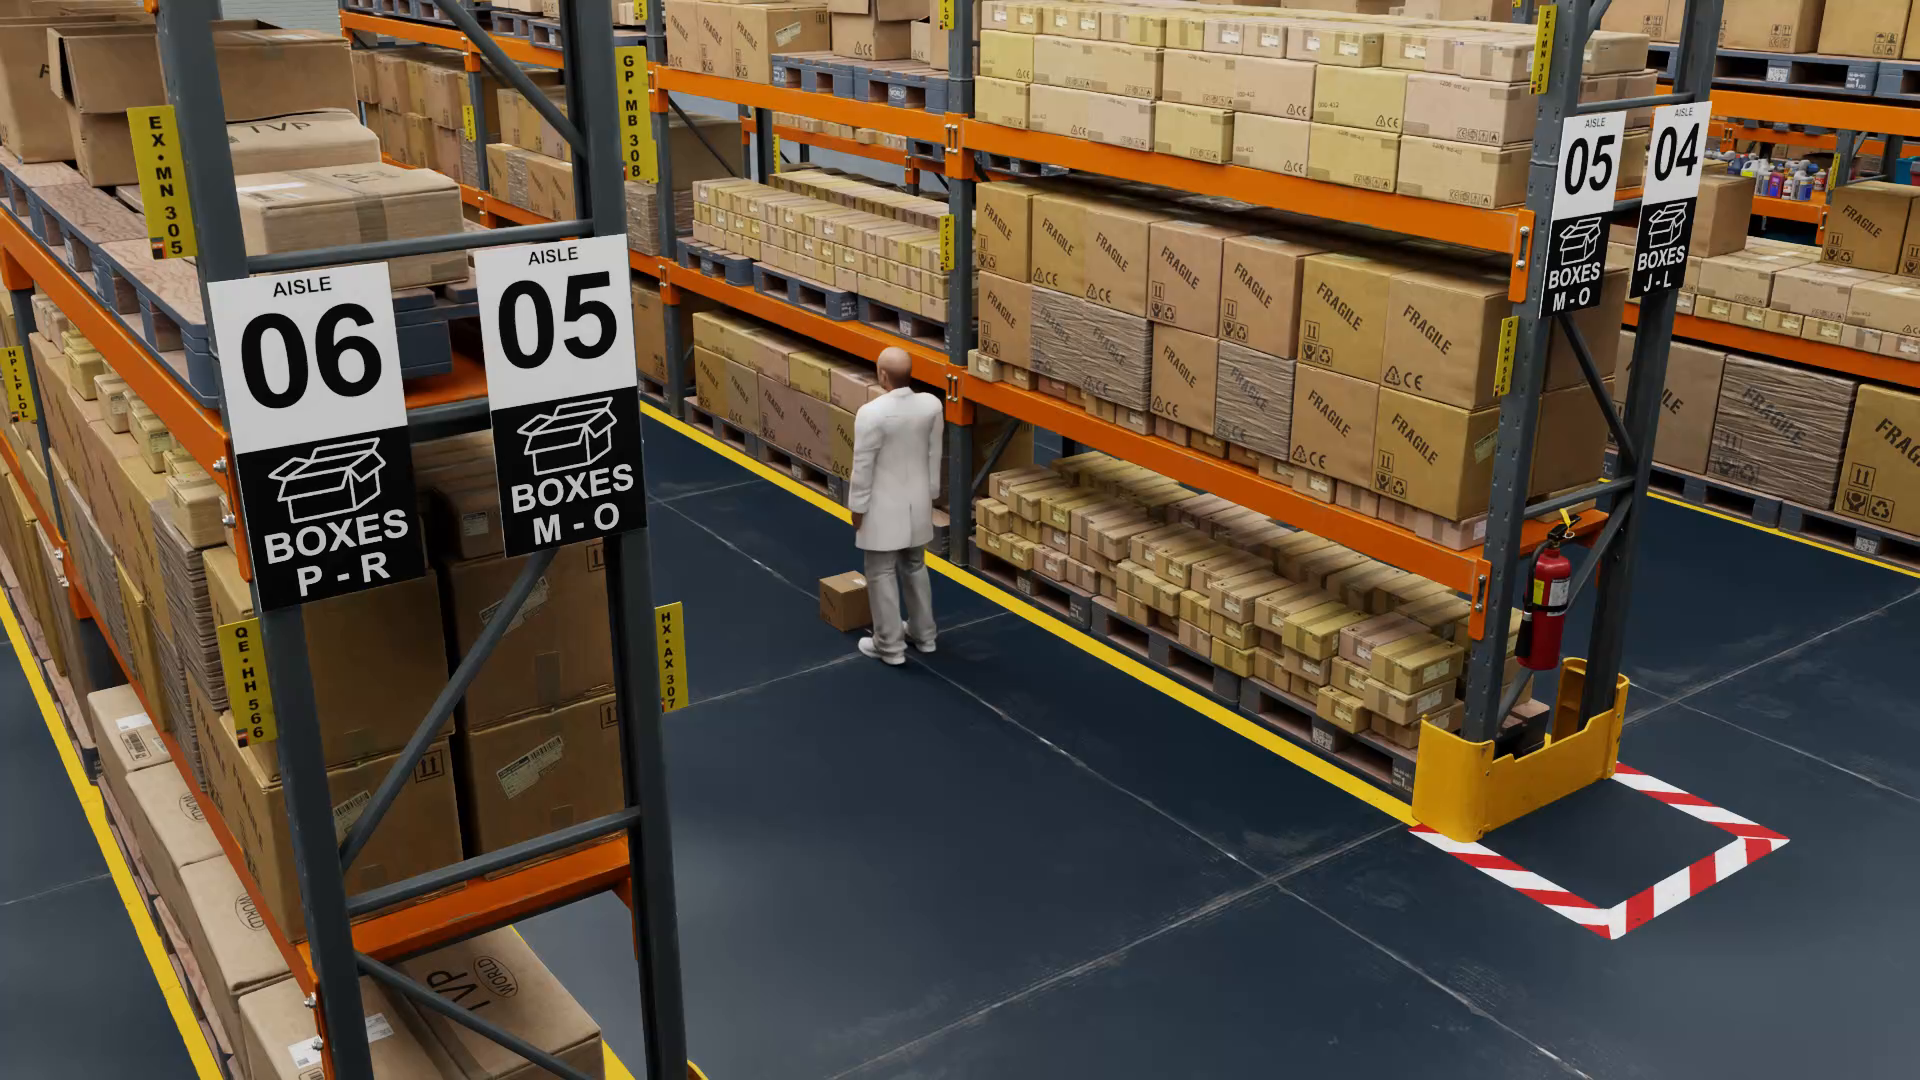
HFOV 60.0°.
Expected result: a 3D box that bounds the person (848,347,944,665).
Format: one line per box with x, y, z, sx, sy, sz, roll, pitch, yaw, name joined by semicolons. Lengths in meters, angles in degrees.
-0.370;-0.199;9.132;0.560;1.781;0.418;-14;25;-32;person
